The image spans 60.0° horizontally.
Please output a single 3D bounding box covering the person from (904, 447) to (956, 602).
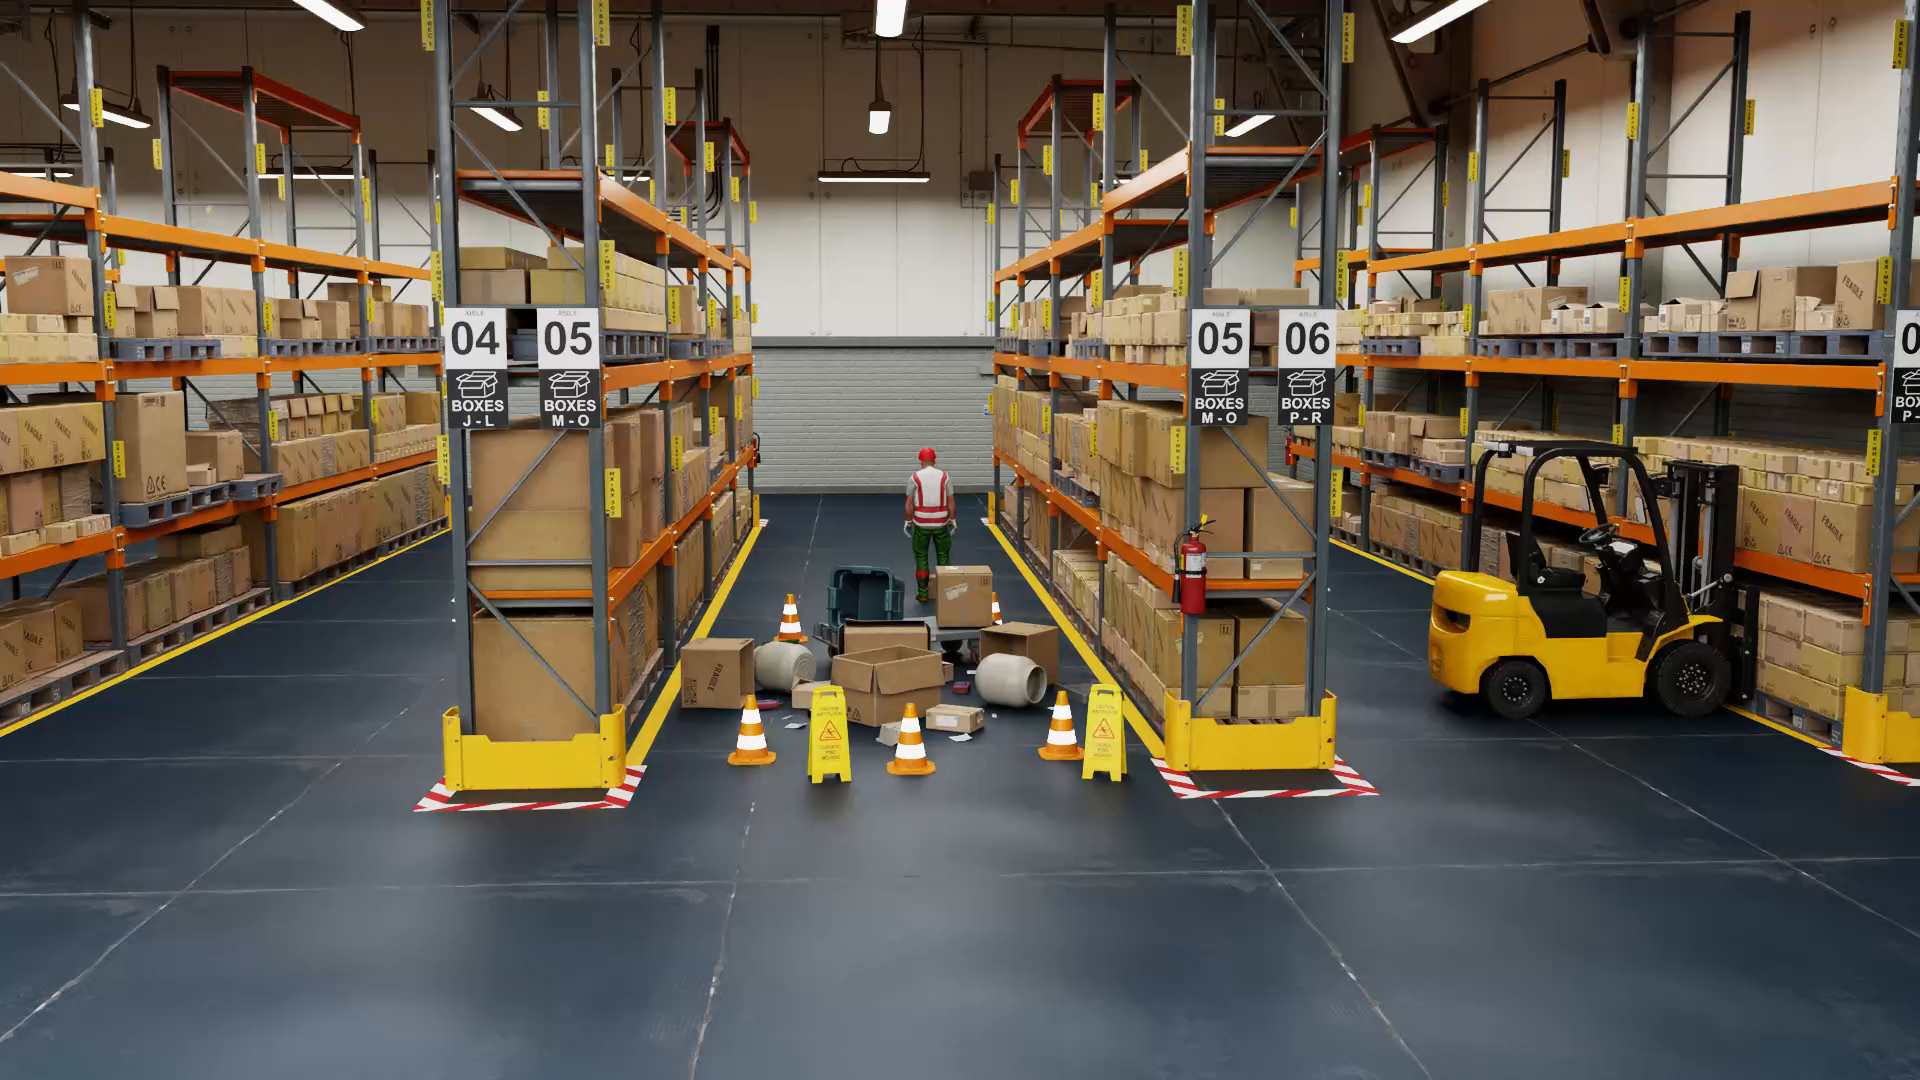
[{"bbox_3d":[-0.344,-0.184,19.228,0.618,1.779,0.452,-1,7,-7],"label":"person"}]
